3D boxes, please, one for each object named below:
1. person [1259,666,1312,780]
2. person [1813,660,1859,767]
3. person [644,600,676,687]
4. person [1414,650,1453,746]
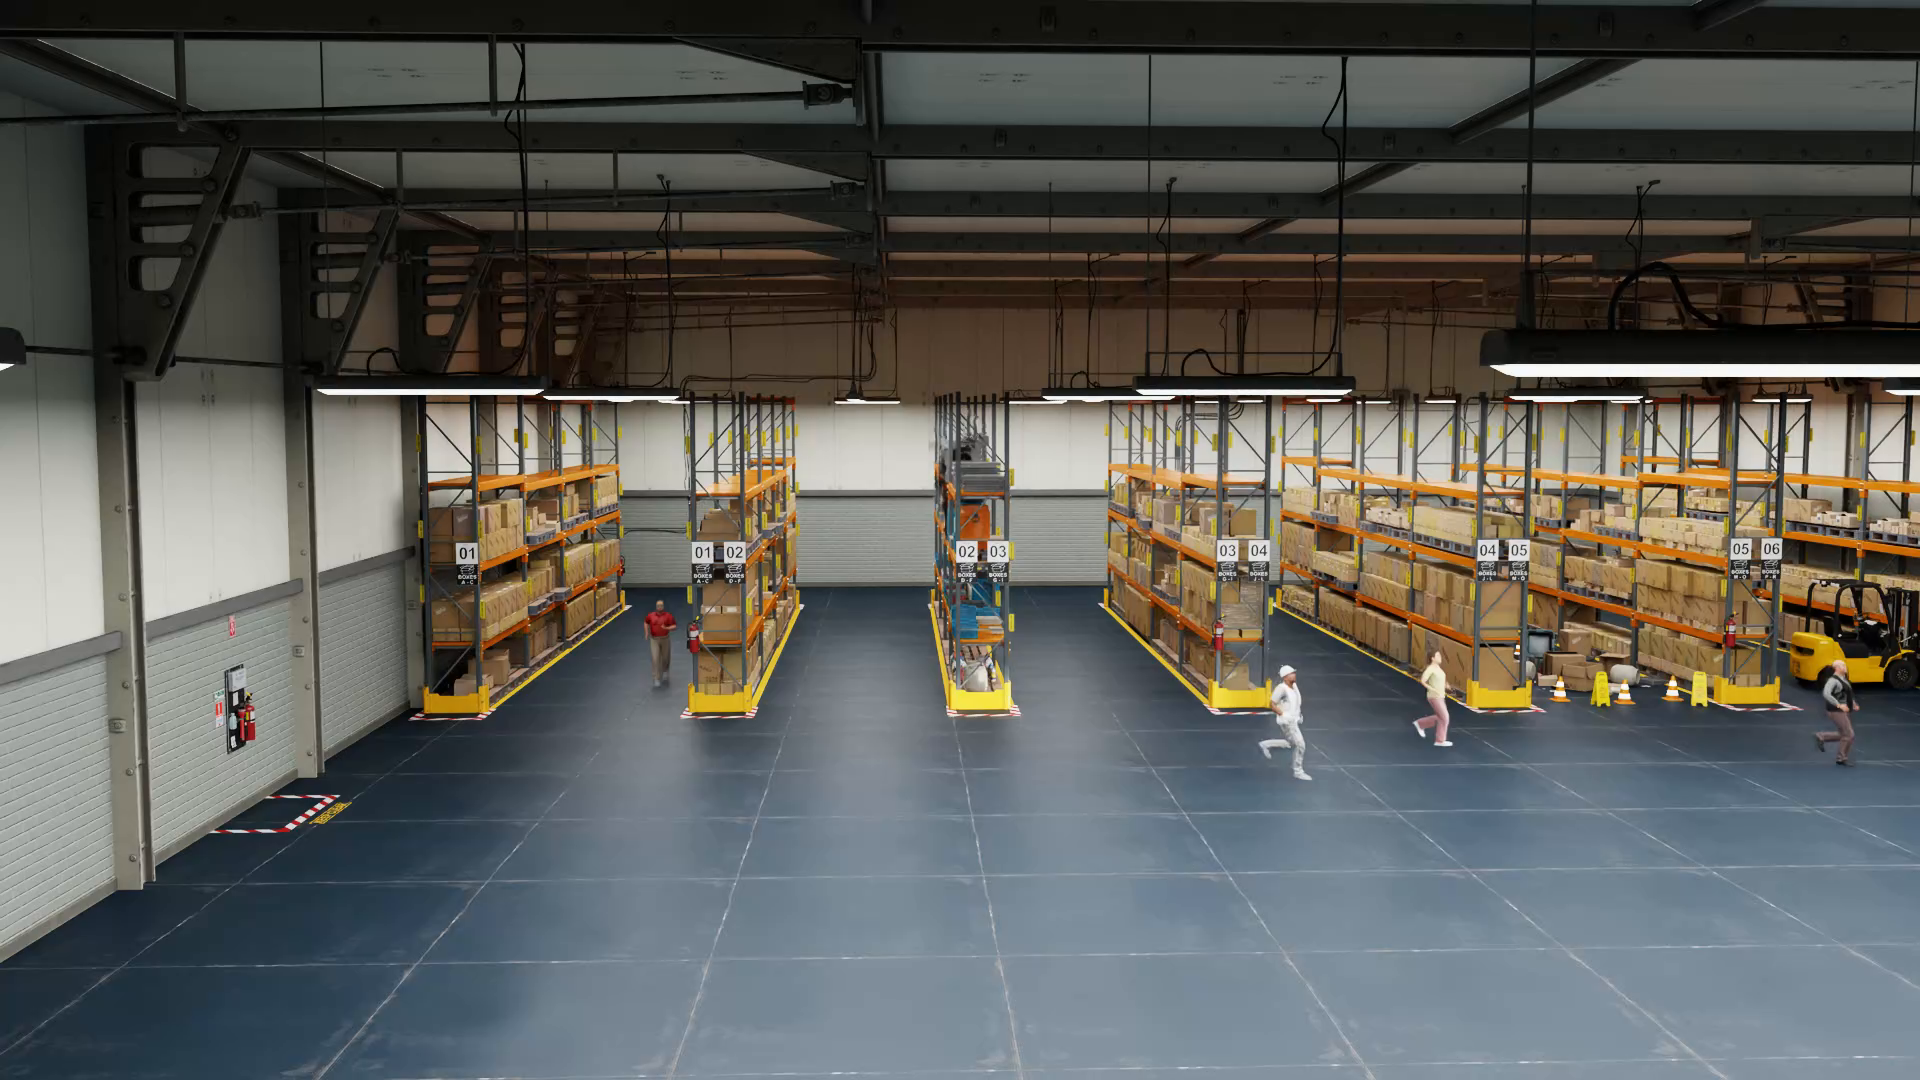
[{"bbox_3d":[5.041,2.812,25.749,0.875,1.745,0.678,2,5,28],"label":"person"},{"bbox_3d":[14.034,2.759,26.657,0.670,1.691,0.660,4,6,42],"label":"person"},{"bbox_3d":[-6.167,2.100,34.219,0.662,1.716,0.968,-1,5,-10],"label":"person"},{"bbox_3d":[8.001,2.659,28.124,0.703,1.618,0.584,3,6,36],"label":"person"}]
